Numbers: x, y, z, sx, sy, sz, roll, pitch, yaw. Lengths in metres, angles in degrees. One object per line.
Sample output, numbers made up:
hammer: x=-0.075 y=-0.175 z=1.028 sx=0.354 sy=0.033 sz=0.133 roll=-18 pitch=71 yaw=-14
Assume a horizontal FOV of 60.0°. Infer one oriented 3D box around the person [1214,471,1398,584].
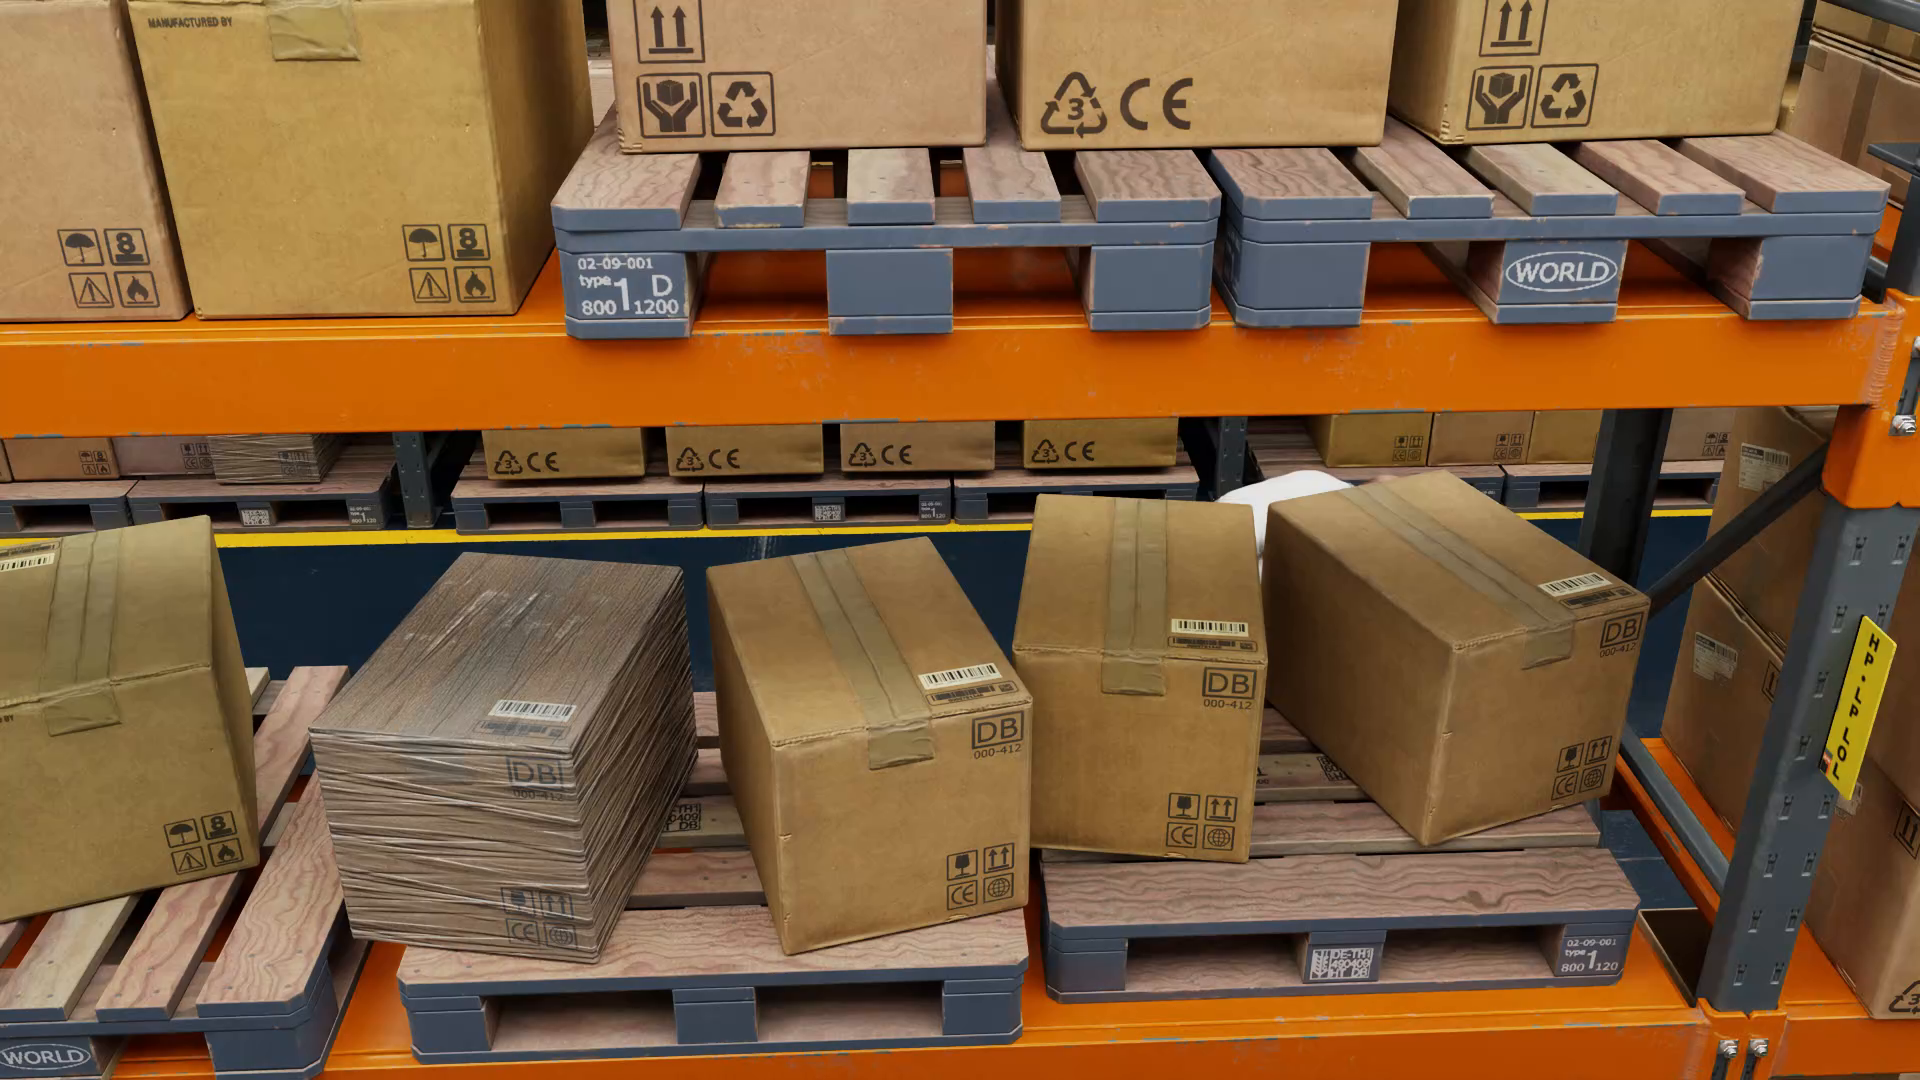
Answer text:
person: x=1.406 y=0.133 z=6.979 sx=0.933 sy=0.810 sz=0.570 roll=-2 pitch=27 yaw=-4
